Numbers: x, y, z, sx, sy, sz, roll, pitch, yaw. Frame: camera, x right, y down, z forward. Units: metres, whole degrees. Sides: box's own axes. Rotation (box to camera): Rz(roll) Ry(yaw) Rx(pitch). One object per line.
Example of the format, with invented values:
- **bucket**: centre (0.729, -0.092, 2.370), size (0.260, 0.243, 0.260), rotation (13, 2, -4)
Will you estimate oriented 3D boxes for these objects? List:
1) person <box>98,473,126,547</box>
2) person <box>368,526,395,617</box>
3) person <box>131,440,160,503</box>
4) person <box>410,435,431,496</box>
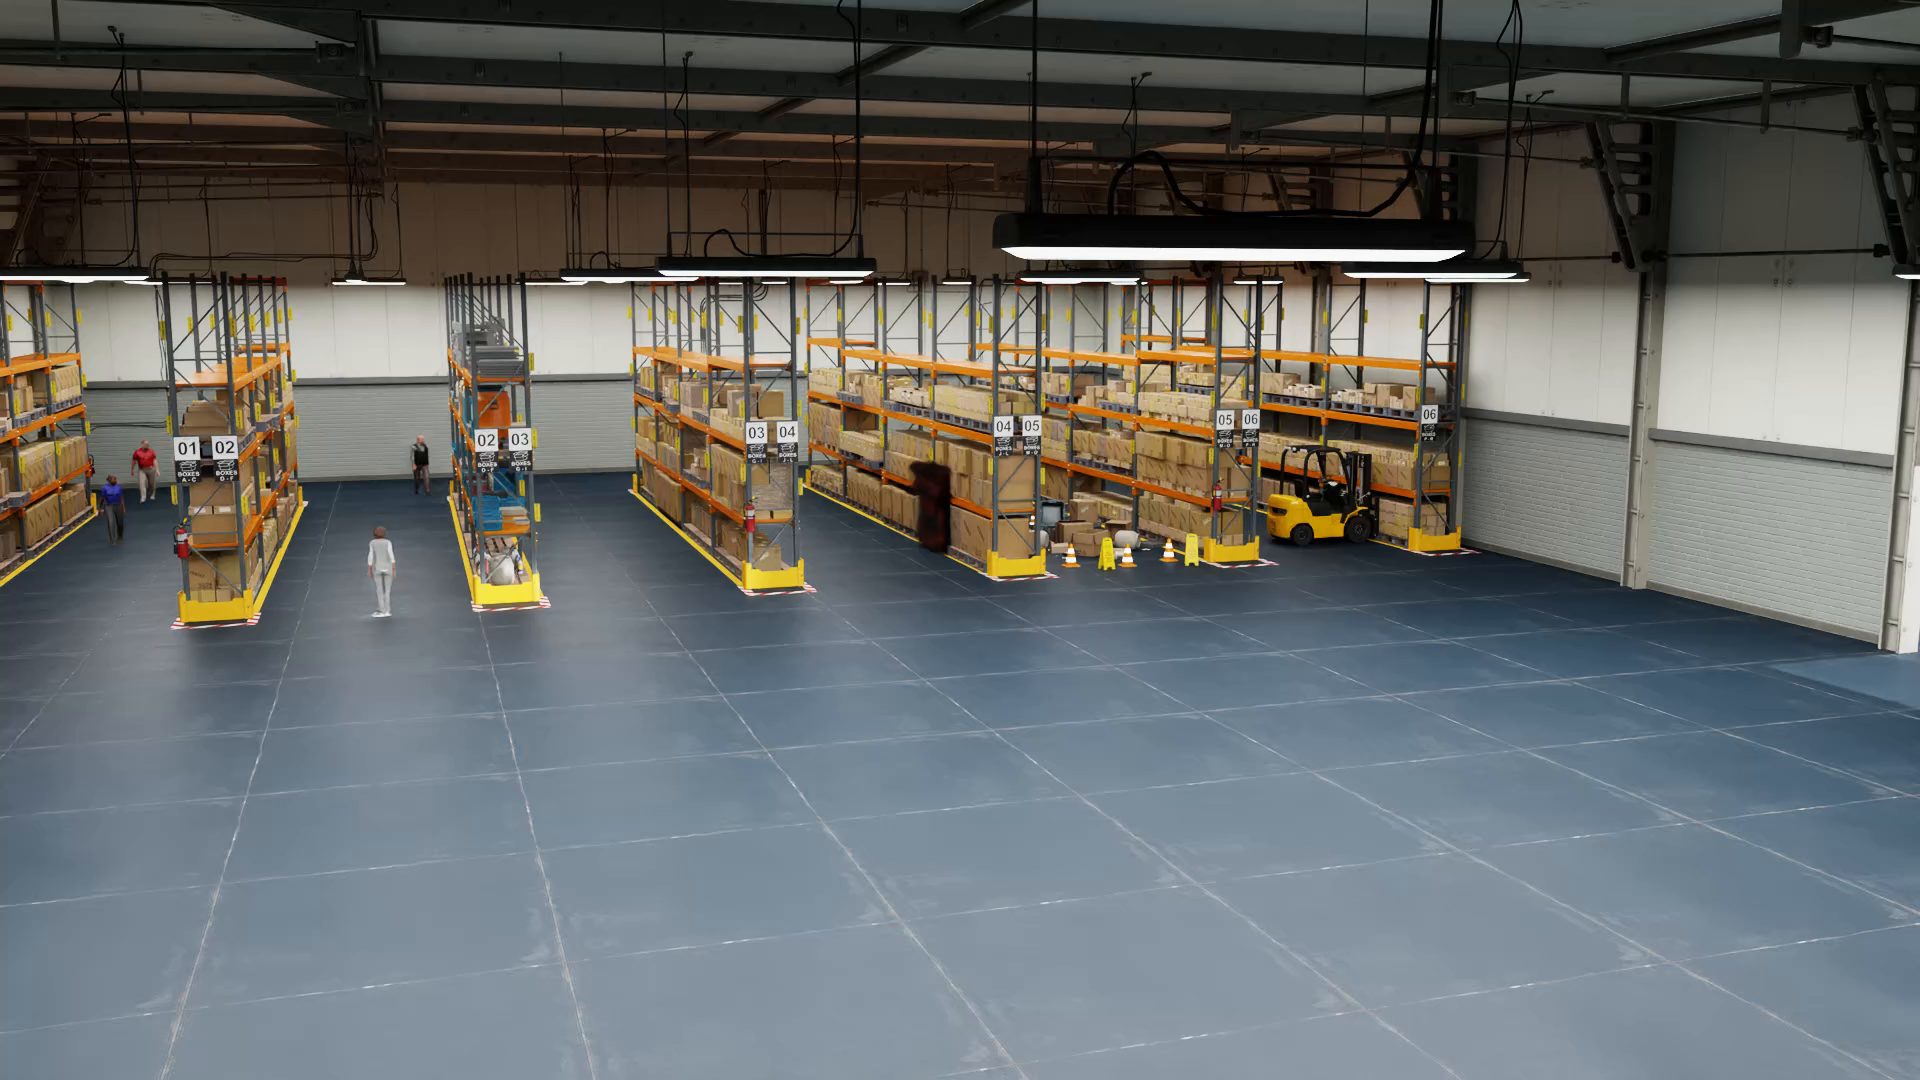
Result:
- **person**: centre (-19.031, -0.700, 37.294), size (0.561, 1.609, 0.900), rotation (-5, 10, -29)
- **person**: centre (-10.132, 0.559, 29.136), size (0.464, 1.619, 0.351), rotation (-2, 9, -11)
- **person**: centre (-21.932, -1.854, 44.751), size (0.701, 1.677, 1.060), rotation (-4, 9, -24)
- **person**: centre (-14.938, -2.062, 46.030), size (0.523, 1.680, 0.964), rotation (-5, 10, -28)
